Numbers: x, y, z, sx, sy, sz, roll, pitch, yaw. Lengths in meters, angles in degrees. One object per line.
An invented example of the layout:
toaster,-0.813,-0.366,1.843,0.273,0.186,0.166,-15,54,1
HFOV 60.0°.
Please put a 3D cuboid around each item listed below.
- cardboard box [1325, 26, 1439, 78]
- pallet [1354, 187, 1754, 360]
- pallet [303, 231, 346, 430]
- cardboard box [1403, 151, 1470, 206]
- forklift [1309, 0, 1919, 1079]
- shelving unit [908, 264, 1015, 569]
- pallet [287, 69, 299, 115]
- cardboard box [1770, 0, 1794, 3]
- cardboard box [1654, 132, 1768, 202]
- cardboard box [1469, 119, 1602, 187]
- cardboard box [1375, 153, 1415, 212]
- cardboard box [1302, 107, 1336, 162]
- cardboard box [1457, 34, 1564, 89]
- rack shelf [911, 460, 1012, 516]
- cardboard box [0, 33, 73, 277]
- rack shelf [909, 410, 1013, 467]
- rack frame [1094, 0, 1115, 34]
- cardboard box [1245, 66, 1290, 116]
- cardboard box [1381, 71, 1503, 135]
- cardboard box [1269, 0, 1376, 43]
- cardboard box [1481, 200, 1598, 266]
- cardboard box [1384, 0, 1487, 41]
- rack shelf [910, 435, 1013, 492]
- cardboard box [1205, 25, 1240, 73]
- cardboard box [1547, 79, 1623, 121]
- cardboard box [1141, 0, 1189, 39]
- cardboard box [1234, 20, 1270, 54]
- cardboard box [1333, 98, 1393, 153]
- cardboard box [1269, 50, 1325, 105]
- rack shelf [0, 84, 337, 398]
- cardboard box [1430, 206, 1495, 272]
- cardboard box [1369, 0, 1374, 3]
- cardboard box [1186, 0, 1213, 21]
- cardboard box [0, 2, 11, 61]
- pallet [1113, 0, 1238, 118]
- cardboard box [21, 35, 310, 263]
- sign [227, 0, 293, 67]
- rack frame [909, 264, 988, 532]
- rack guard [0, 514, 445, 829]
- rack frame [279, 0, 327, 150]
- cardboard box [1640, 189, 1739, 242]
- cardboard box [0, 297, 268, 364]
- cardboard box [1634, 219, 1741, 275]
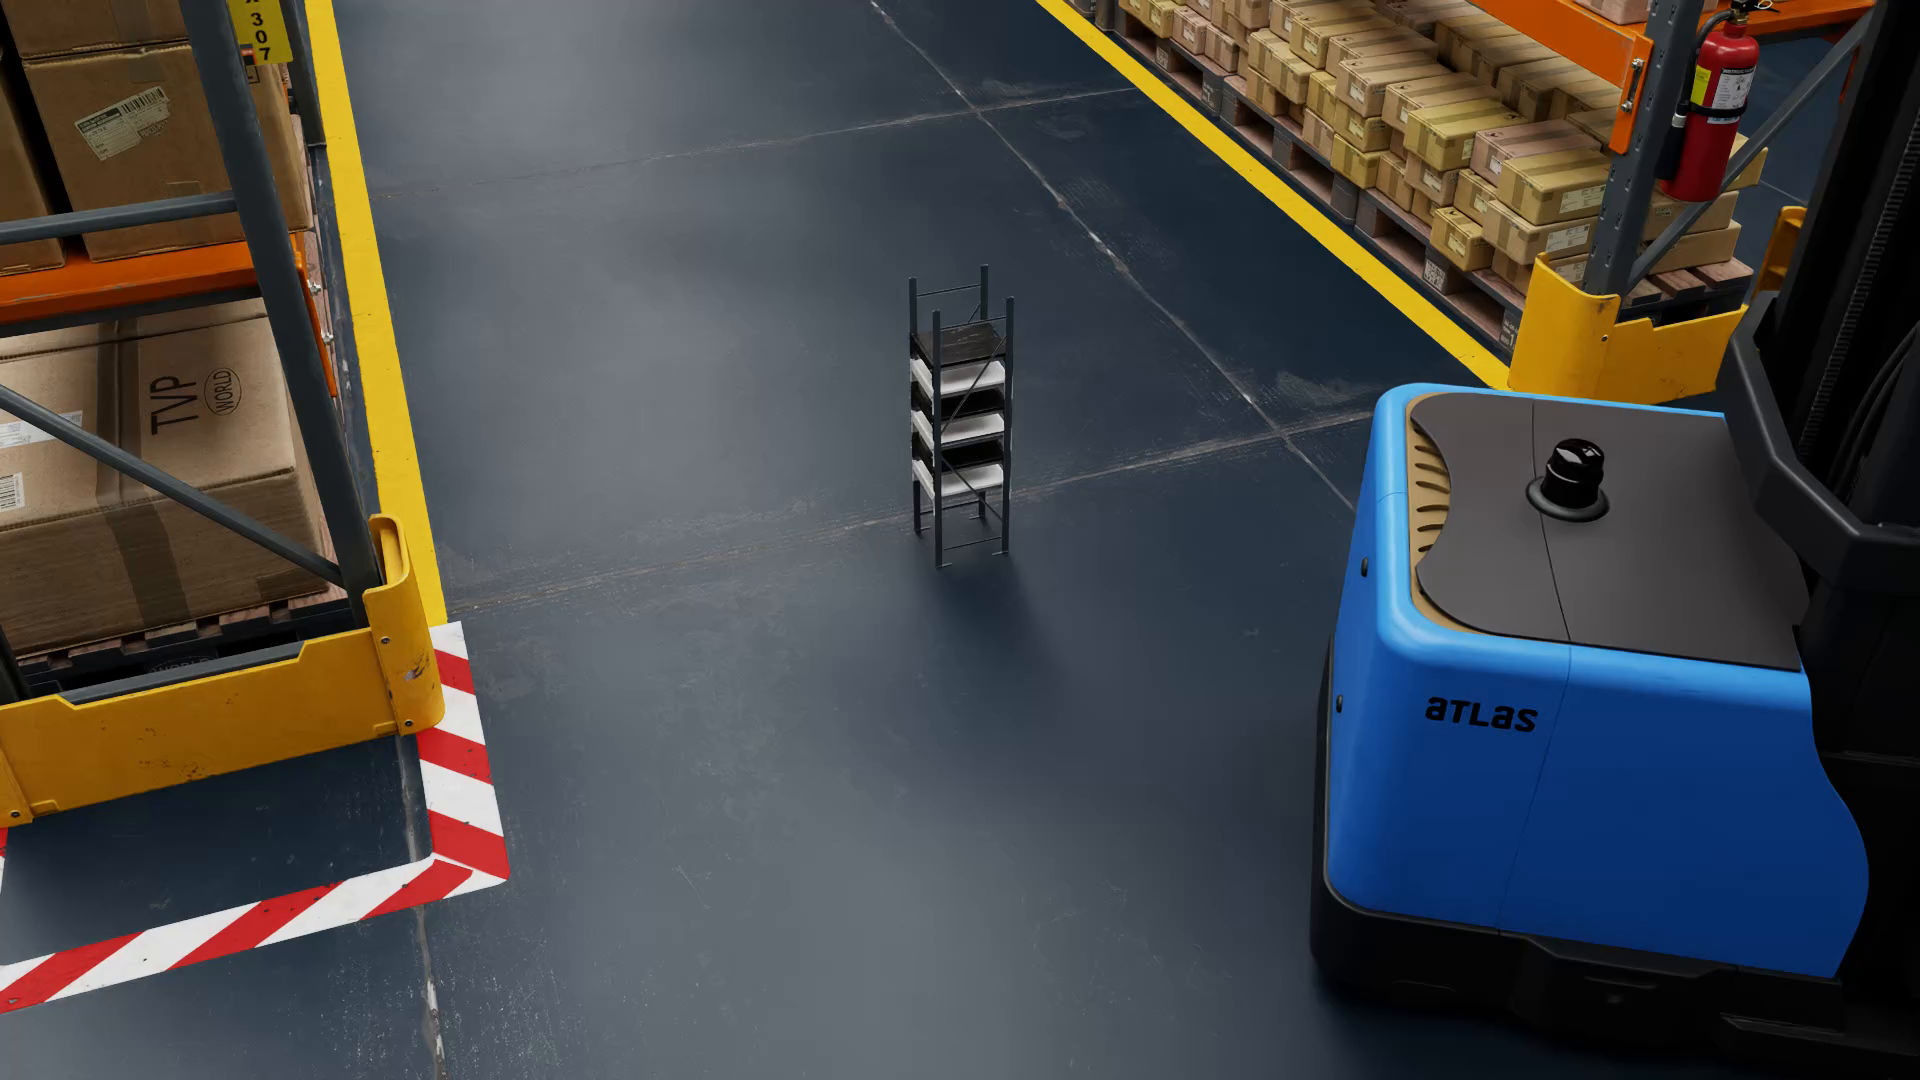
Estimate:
cardboard box,1.765,-2.018,6.962,0.380,0.149,0.250,-14,39,-17
pallet,2.315,-1.155,6.608,1.003,0.211,1.213,-12,39,-16
pallet,-2.790,-0.687,5.987,1.003,0.211,1.213,-12,39,-16
cardboard box,1.957,-1.439,6.441,0.380,0.149,0.250,-14,39,-18
forklift,2.384,-0.245,3.140,3.031,2.935,1.130,7,38,9
shelving unit,0.003,-0.355,4.973,0.258,0.900,0.210,-12,39,-16
pallet,-3.739,-2.244,8.053,1.003,0.211,1.213,-12,39,-16
cardboard box,2.783,-1.910,5.501,0.380,0.149,0.250,-13,39,-16
cardboard box,2.726,-1.392,6.131,0.380,0.149,0.250,-14,39,-18
cardboard box,2.135,-1.426,6.177,0.380,0.149,0.250,-12,39,-15
cardboard box,1.919,-1.471,6.730,0.380,0.149,0.250,-12,39,-15
cardboard box,1.698,-1.760,7.115,0.380,0.149,0.250,-12,39,-15
cardboard box,2.302,-1.974,6.903,0.380,0.149,0.250,-11,38,-14
rack shelf,0.003,-0.184,5.102,0.258,0.077,0.200,-12,39,-16
cardboard box,-2.440,-0.935,3.915,0.500,0.500,0.500,-12,39,-16
rack shelf,0.003,-0.328,4.993,0.258,0.077,0.200,-12,39,-16
rack frame,1.211,-4.019,8.093,1.000,3.000,0.127,-12,39,-16
cardboard box,1.519,-2.051,7.501,0.380,0.149,0.250,-13,39,-17
cardboard box,1.897,-1.706,6.548,0.380,0.149,0.250,-14,39,-18
cardboard box,1.600,-2.308,7.346,0.380,0.149,0.250,-14,39,-18
cardboard box,2.138,-1.146,6.052,0.380,0.149,0.250,-13,39,-17
cardboard box,2.078,-2.254,7.275,0.380,0.149,0.250,-12,39,-16
rack shelf,0.003,-0.256,5.047,0.258,0.077,0.200,-12,39,-16
cardboard box,1.394,-2.363,7.914,0.380,0.149,0.250,-13,39,-17
cardboard box,2.552,-1.692,6.529,0.380,0.149,0.250,-13,39,-16
cardboard box,1.126,-2.626,8.263,0.380,0.149,0.250,-11,38,-15
cardboard box,1.487,-2.328,7.621,0.380,0.149,0.250,-11,38,-14
cardboard box,1.767,-1.729,6.826,0.380,0.149,0.250,-12,39,-15
cardboard box,1.575,-2.028,7.222,0.380,0.149,0.250,-12,39,-15
rack shelf,-2.714,-1.520,5.373,1.077,0.370,4.000,-12,39,-16
cardboard box,2.027,-1.167,6.327,0.380,0.149,0.250,-11,38,-15
cardboard box,1.991,-2.567,7.690,0.380,0.149,0.250,-14,39,-18
cardboard box,1.324,-2.641,8.037,0.380,0.149,0.250,-13,39,-16
cardboard box,-2.415,-1.340,3.621,0.500,0.500,0.500,-11,38,-14
pallet,1.475,-2.533,8.438,1.003,0.211,1.213,-12,39,-16
cardboard box,-1.921,-1.048,4.065,0.500,0.500,0.500,-13,39,-16
sign,-1.503,-1.166,3.520,0.100,0.325,0.005,-12,39,-16
rack frame,-0.032,-0.412,5.049,0.240,0.900,0.006,-12,39,-16
rack guard,-2.017,0.335,4.390,1.175,0.500,0.348,-12,39,-16
rack frame,-3.402,-2.937,6.656,1.000,3.000,0.127,-12,39,-16
cardboard box,2.648,-1.256,6.198,0.380,0.149,0.250,-11,38,-14
cardboard box,-2.670,-0.689,5.452,0.875,0.438,0.875,-11,38,-15
cardboard box,2.707,-1.151,6.305,0.380,0.149,0.250,-12,39,-15
